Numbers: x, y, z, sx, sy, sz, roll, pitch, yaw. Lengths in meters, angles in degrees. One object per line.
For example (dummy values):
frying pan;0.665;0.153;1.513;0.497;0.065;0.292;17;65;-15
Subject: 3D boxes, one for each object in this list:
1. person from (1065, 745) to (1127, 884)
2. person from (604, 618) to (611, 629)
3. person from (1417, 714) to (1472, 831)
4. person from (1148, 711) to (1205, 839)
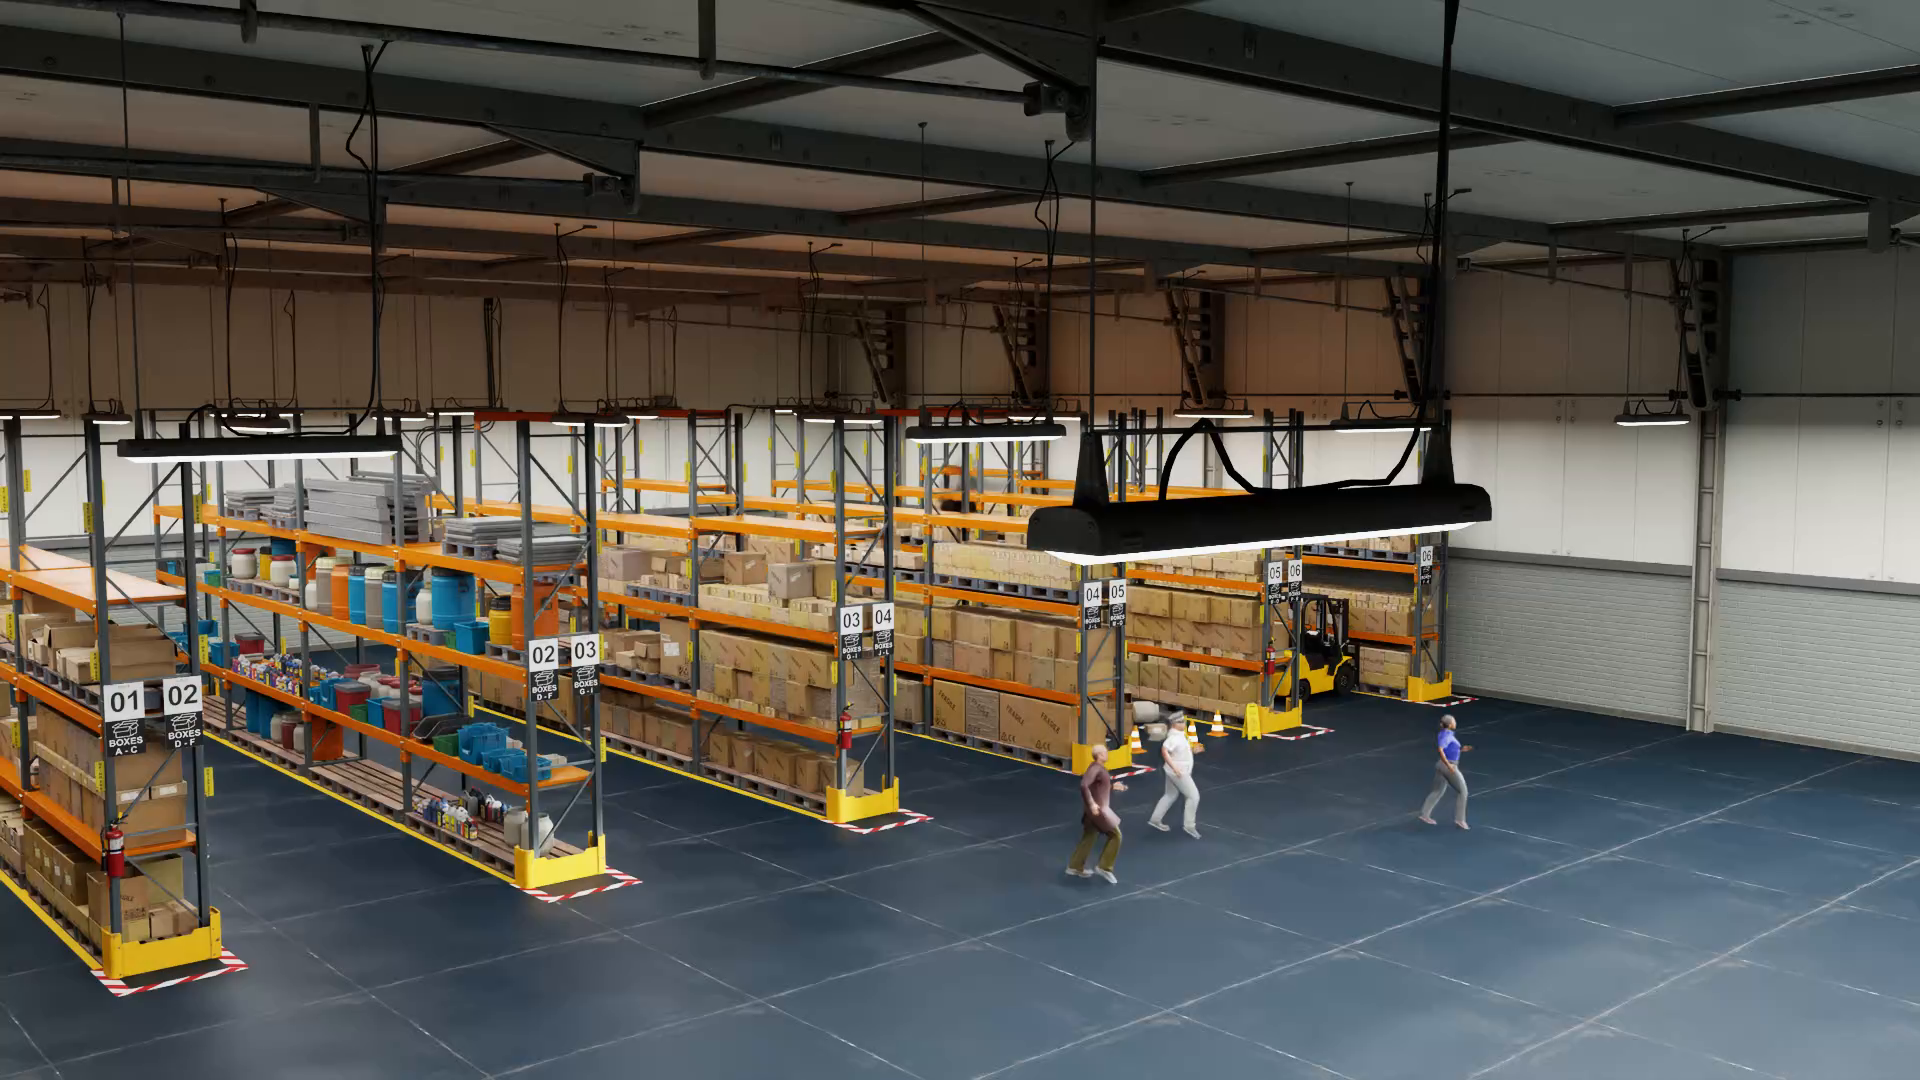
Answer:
person;1.784;3.559;21.603;0.841;1.830;0.689;-1;5;-10
person;-8.268;2.302;37.654;0.621;1.574;0.945;-3;6;-34
person;7.065;3.385;24.156;0.777;1.718;0.547;-1;5;-9
person;3.108;3.361;23.803;0.798;1.849;0.637;0;5;-4
